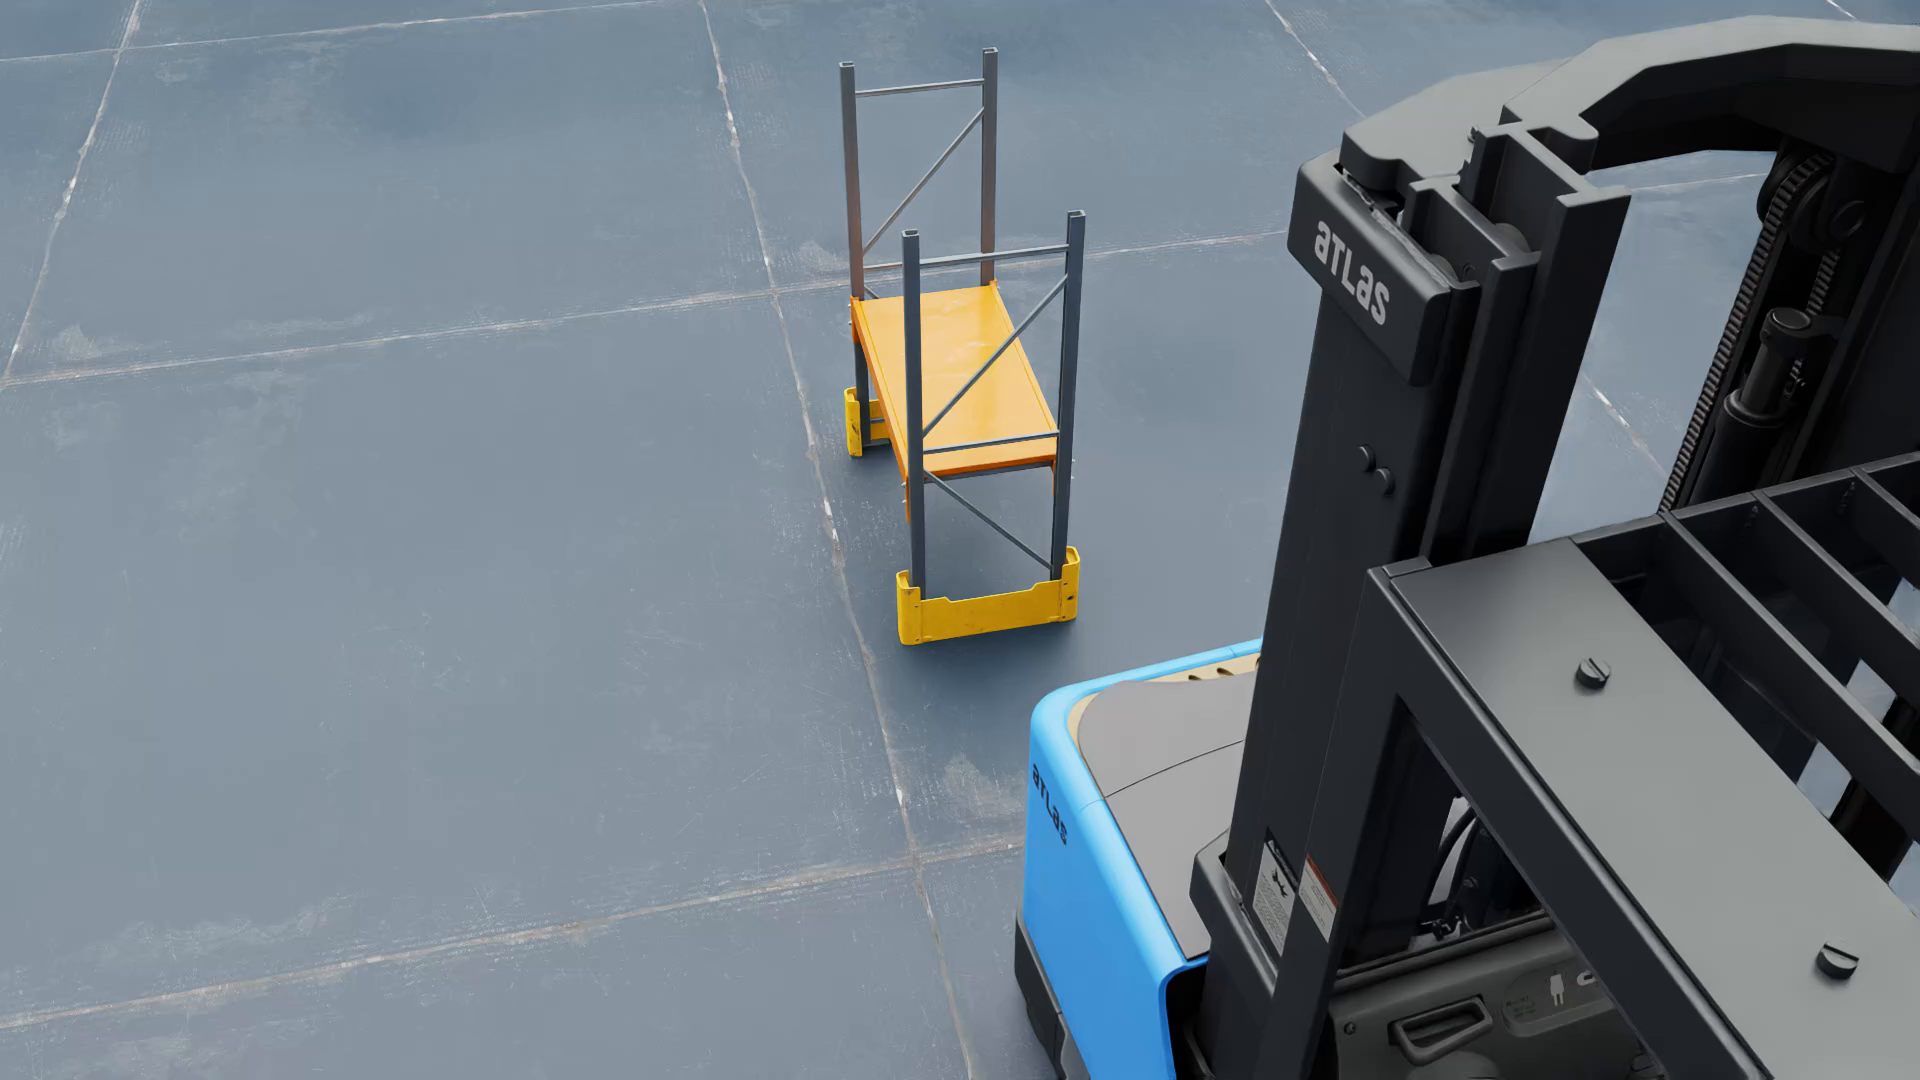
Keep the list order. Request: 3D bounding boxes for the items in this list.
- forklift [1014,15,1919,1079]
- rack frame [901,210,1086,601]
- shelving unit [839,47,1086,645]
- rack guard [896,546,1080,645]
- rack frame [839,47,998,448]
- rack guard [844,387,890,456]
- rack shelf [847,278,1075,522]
[{"bbox_3d":[1.090,0.881,2.549,1.130,2.935,3.031,-12,43,-14],"label":"forklift"},{"bbox_3d":[0.091,-0.287,4.943,0.500,1.500,0.032,-8,42,-9],"label":"rack frame"},{"bbox_3d":[-0.016,-0.610,5.308,0.587,1.500,1.083,-8,42,-9],"label":"shelving unit"},{"bbox_3d":[0.091,0.180,5.359,0.587,0.250,0.087,-8,42,-9],"label":"rack guard"},{"bbox_3d":[-0.128,-0.946,5.686,0.500,1.500,0.032,-8,42,-9],"label":"rack frame"},{"bbox_3d":[-0.124,-0.466,6.086,0.587,0.250,0.087,-8,42,-9],"label":"rack guard"},{"bbox_3d":[-0.018,-0.482,5.434,0.538,0.185,1.000,-8,42,-9],"label":"rack shelf"}]
